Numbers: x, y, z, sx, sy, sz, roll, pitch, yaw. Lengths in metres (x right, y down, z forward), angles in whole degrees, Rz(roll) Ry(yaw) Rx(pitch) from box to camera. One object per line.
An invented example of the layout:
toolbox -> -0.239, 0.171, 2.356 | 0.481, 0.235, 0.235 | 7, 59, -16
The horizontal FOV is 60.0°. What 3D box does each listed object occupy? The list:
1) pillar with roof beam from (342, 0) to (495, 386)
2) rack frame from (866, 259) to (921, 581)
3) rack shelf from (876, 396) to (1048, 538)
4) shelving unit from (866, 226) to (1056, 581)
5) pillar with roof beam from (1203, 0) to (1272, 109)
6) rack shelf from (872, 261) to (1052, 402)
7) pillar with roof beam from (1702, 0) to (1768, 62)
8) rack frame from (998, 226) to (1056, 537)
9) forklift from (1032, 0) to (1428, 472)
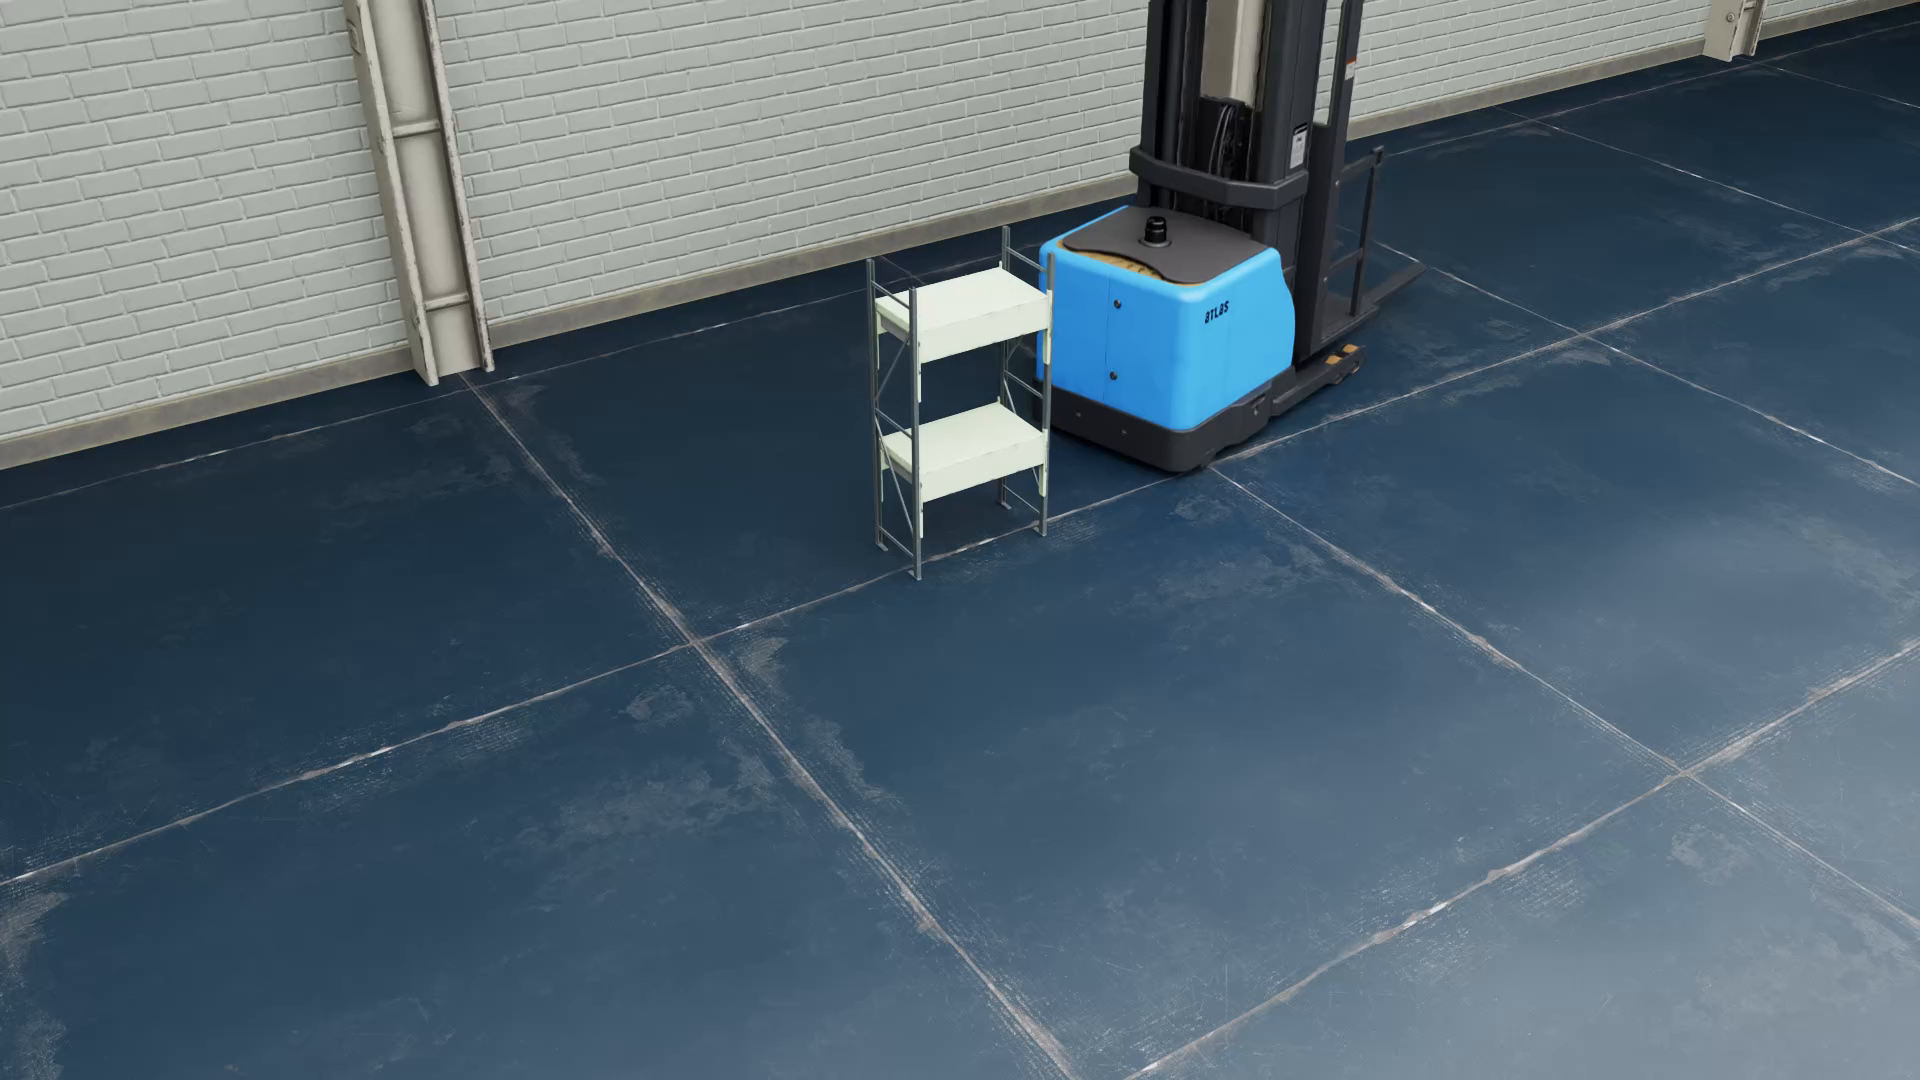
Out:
pillar with roof beam -> -0.669, -2.895, 4.405 | 0.400, 9.000, 9.100 | -19, 37, -27
rack frame -> -0.302, -0.530, 7.685 | 0.023, 1.500, 0.400 | -19, 37, -27
rack shelf -> 0.006, -0.361, 8.027 | 0.720, 0.370, 0.431 | -19, 37, -27
shelving unit -> 0.006, -0.636, 7.853 | 0.755, 1.500, 0.431 | -19, 37, -27
pillar with roof beam -> 4.375, -4.629, 7.154 | 0.400, 9.000, 9.100 | -19, 37, -27
rack shelf -> 0.006, -0.966, 7.645 | 0.720, 0.370, 0.431 | -19, 37, -27
pillar with roof beam -> 9.418, -6.364, 9.904 | 0.400, 9.000, 9.100 | -19, 37, -27
rack frame -> 0.313, -0.742, 8.021 | 0.023, 1.500, 0.400 | -19, 37, -27
forklift -> 1.742, -2.303, 9.154 | 1.130, 2.935, 3.031 | 25, 40, 34
